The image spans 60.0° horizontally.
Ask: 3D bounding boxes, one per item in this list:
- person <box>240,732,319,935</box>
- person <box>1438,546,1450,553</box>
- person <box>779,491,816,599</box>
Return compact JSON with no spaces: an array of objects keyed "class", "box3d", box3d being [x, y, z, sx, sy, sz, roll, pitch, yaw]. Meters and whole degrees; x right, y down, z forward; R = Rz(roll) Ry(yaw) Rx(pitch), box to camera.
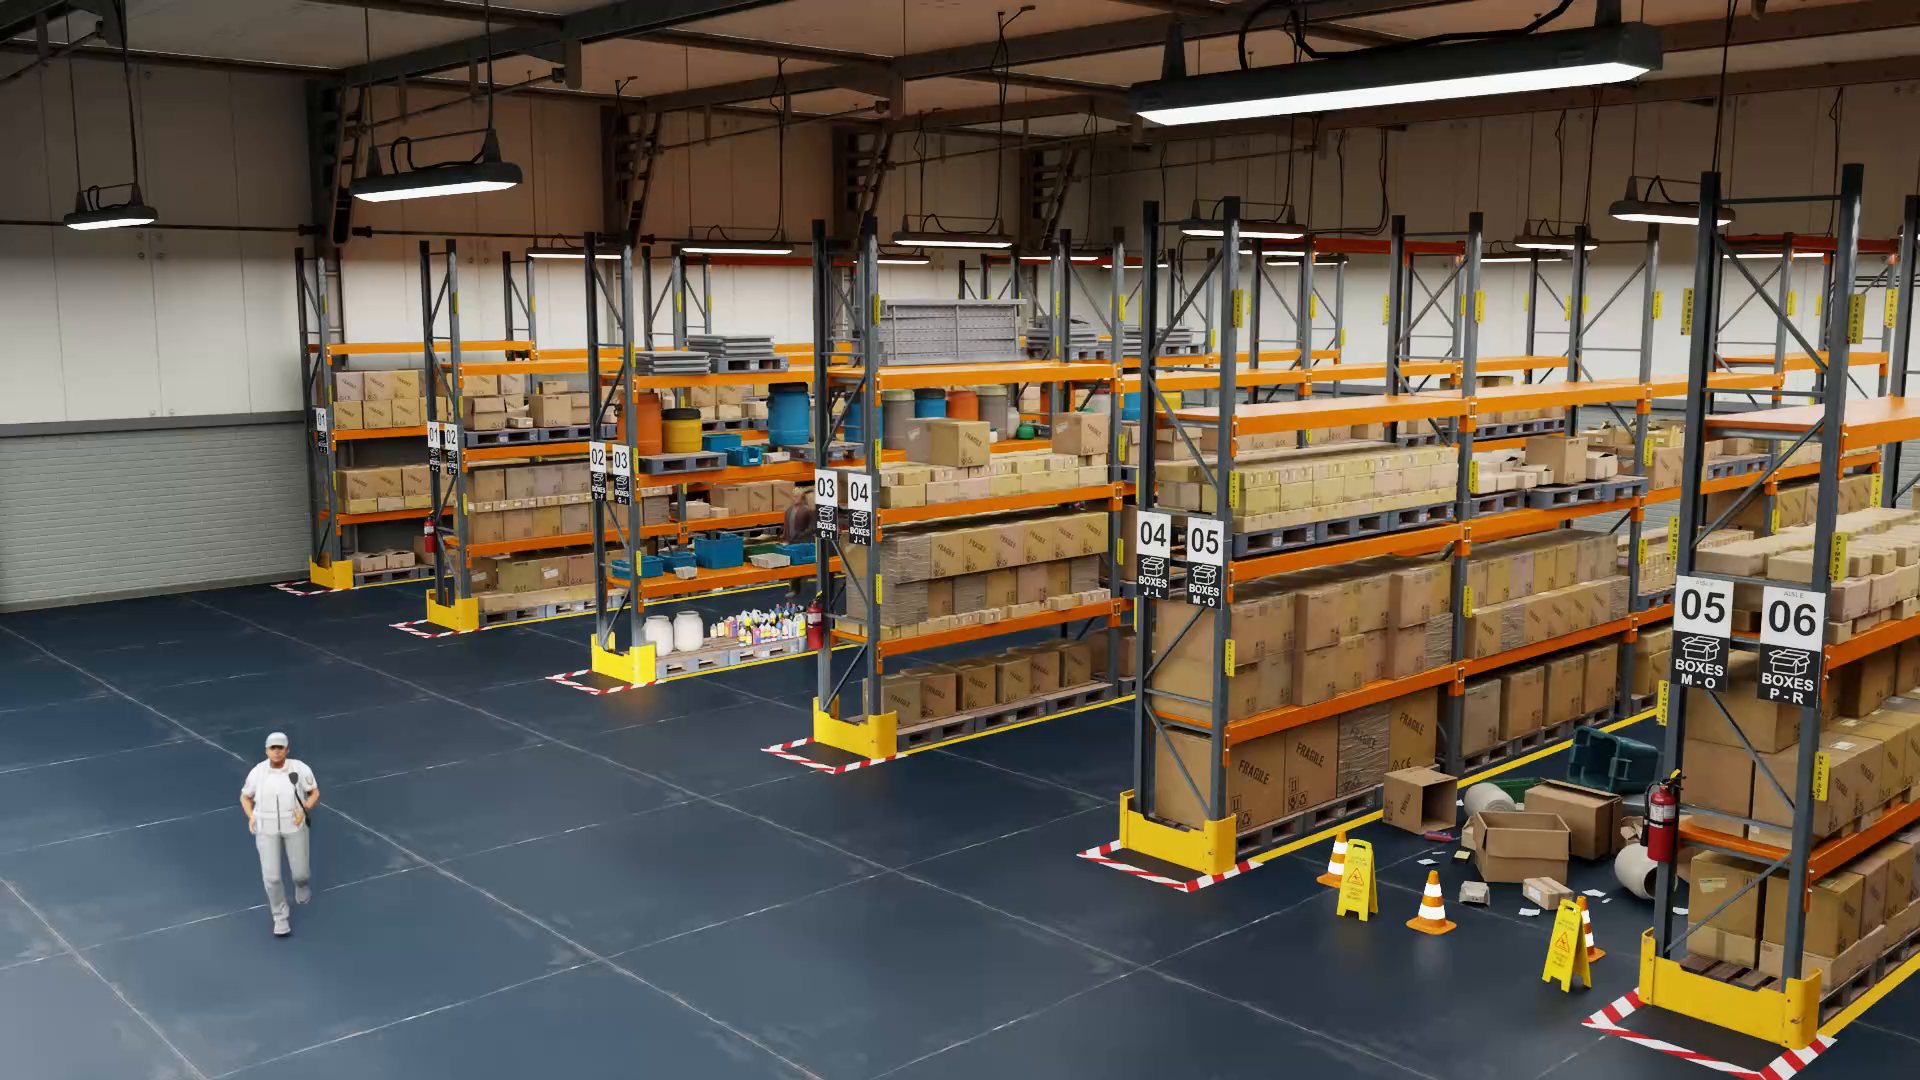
[{"class":"person","box3d":[-5.591,2.373,13.697,0.611,1.619,0.664,-3,9,-18]},{"class":"person","box3d":[7.024,0.854,24.070,0.804,1.575,0.538,-8,12,-43]},{"class":"person","box3d":[-2.607,0.066,26.948,0.726,1.744,0.702,6,10,33]}]
